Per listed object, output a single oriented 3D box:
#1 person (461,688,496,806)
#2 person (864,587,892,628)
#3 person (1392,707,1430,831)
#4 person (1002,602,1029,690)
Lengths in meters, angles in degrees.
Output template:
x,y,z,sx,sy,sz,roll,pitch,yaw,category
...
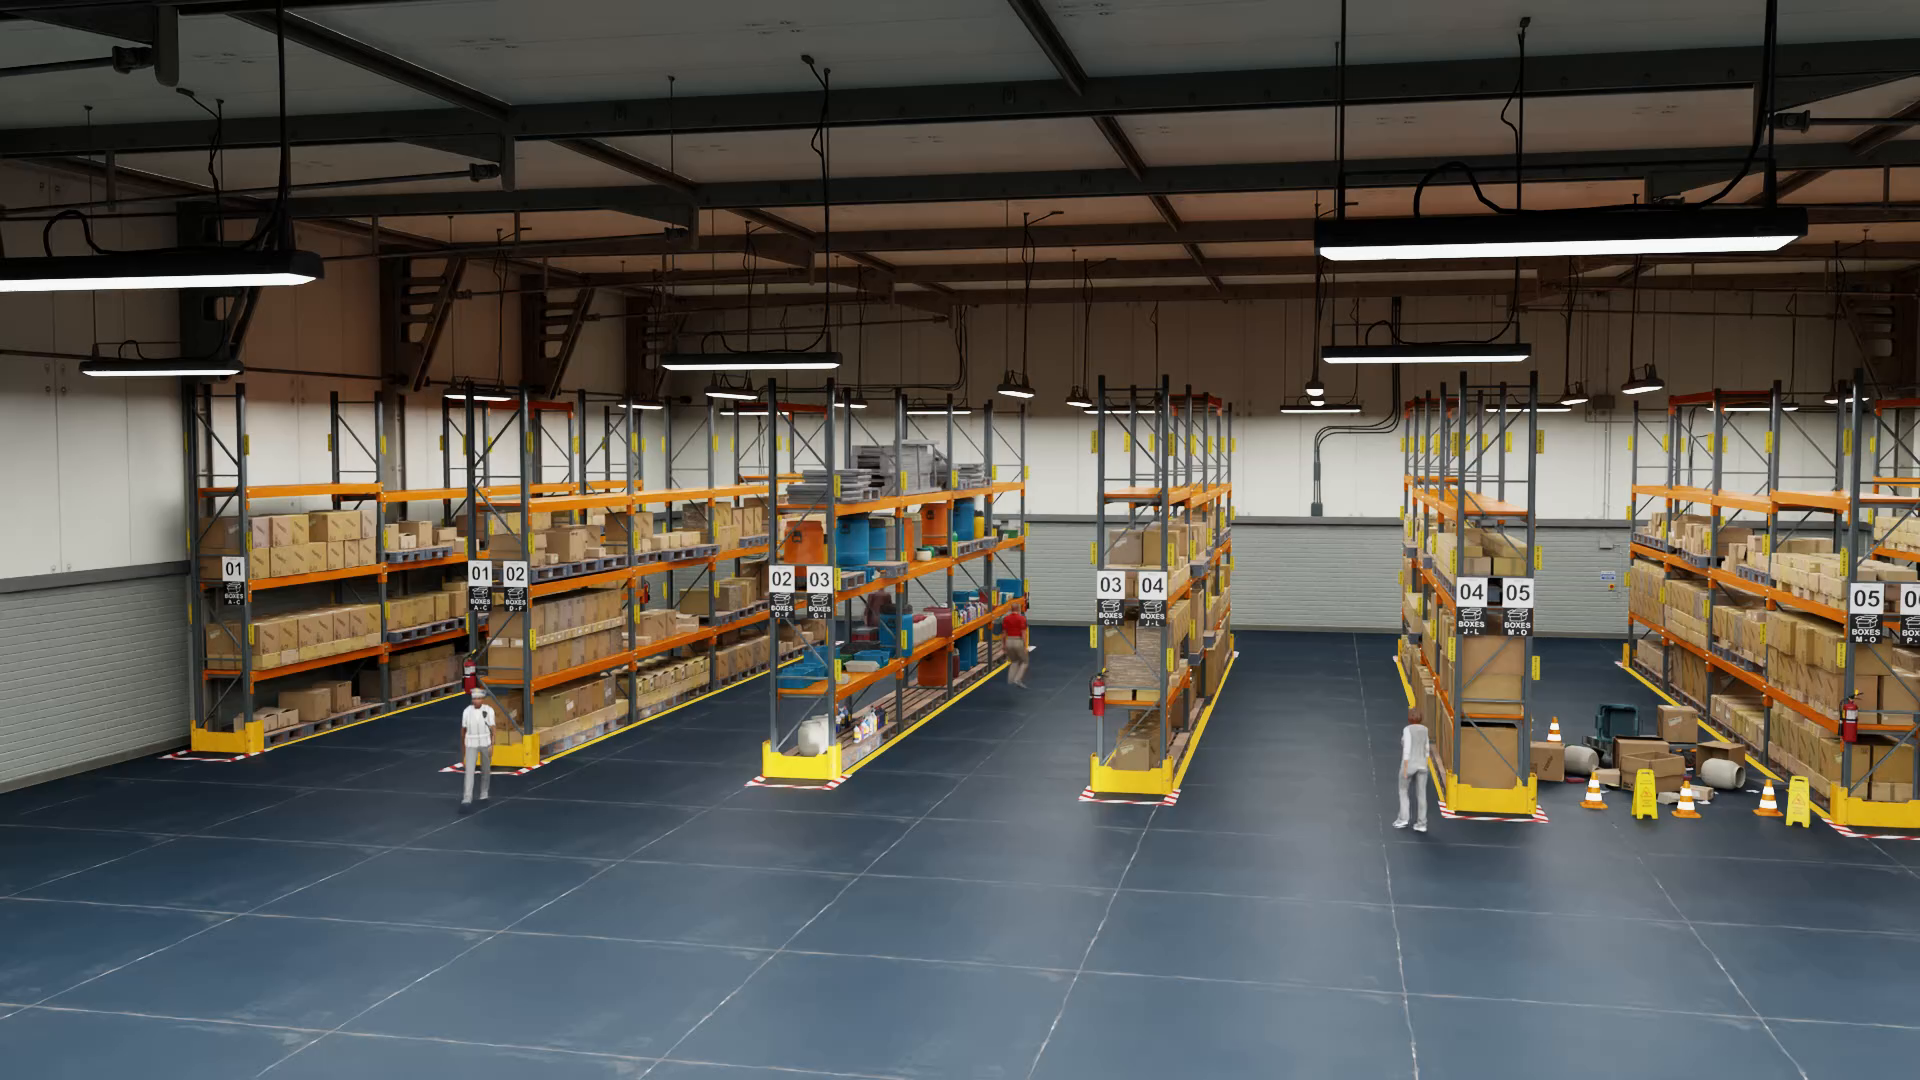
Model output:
x,y,z,sx,sy,sz,roll,pitch,yaw,category
-6.673,2.849,23.009,0.492,1.621,1.051,-1,3,-18,person
-1.883,1.768,37.723,0.694,1.764,0.526,0,3,4,person
5.924,2.993,21.614,0.430,1.598,0.623,-1,3,-9,person
1.082,2.087,32.741,0.578,1.709,0.466,2,4,30,person
